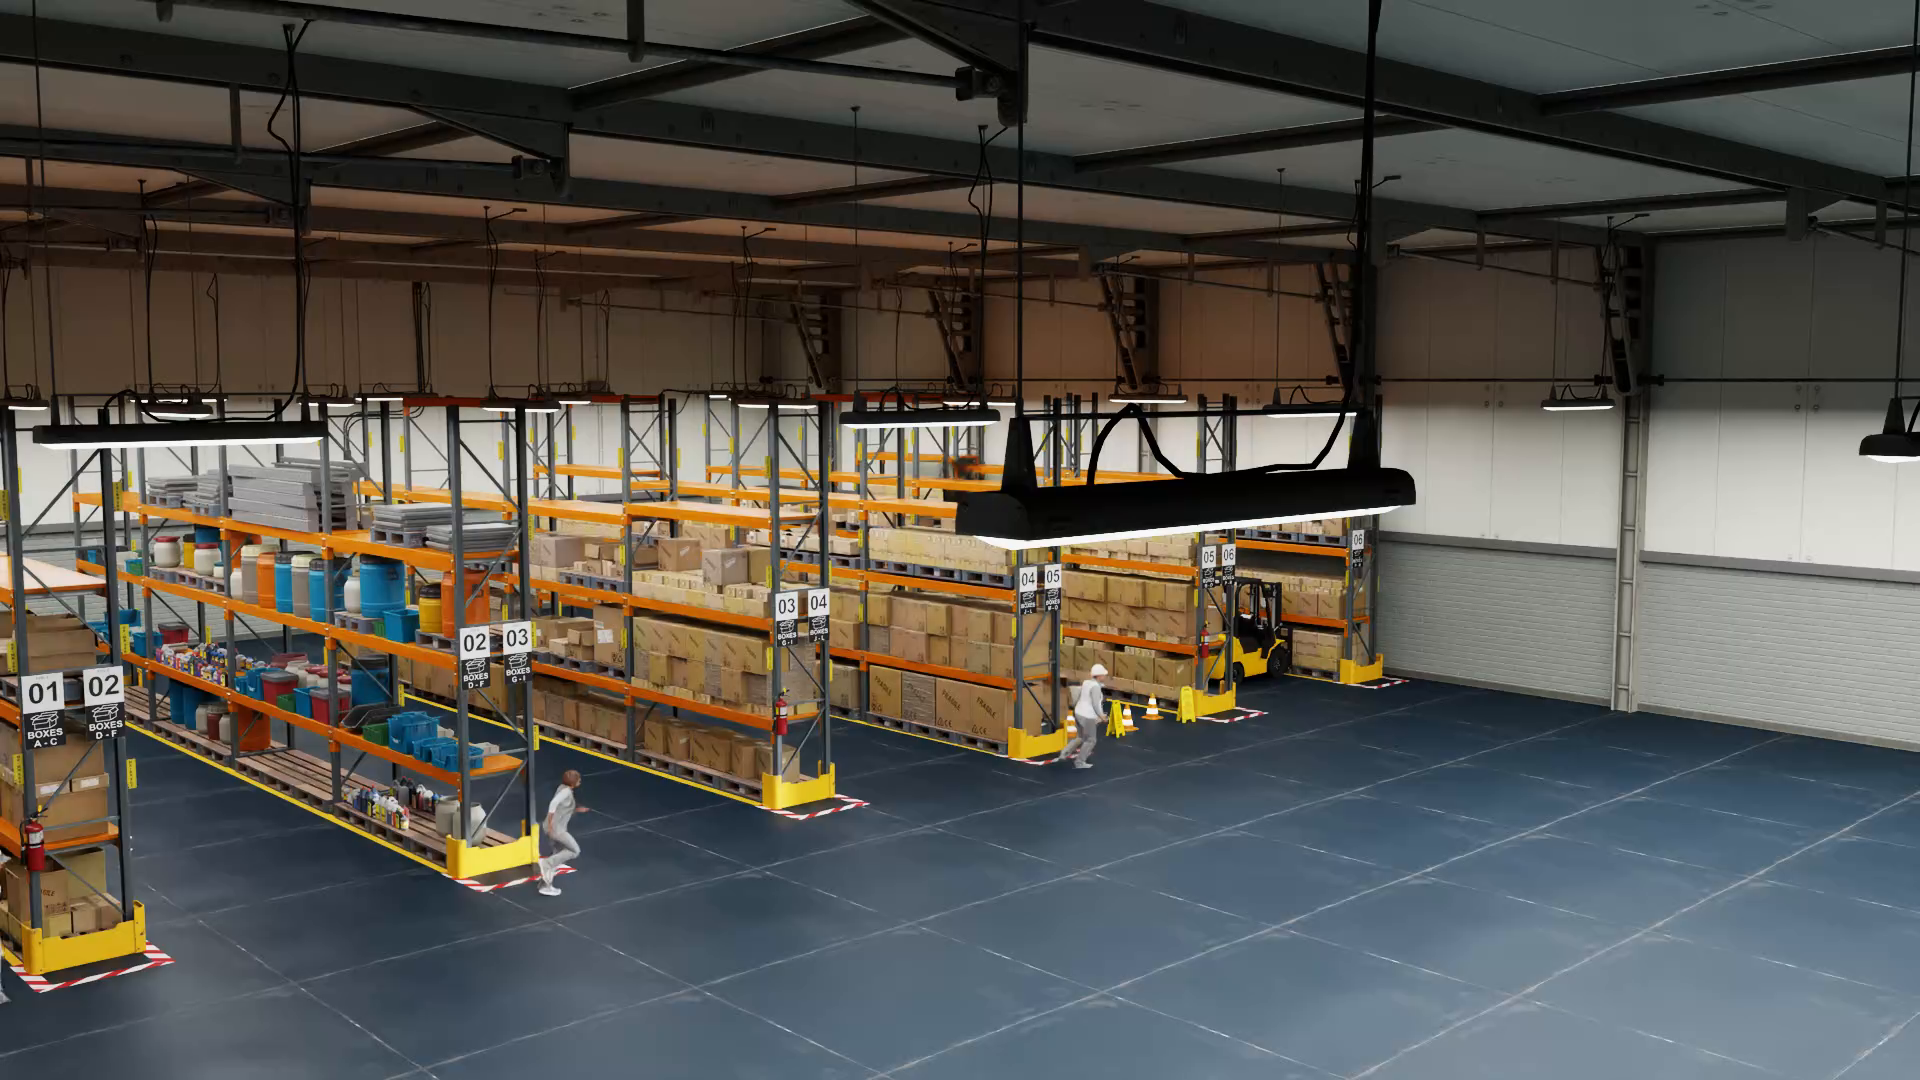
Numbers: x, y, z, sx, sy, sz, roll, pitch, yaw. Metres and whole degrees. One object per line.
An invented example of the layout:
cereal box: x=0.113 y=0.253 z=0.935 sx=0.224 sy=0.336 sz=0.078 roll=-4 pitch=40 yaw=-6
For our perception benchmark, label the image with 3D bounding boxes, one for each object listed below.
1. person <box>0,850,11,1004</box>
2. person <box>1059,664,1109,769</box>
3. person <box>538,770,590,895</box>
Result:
person: x=-10.135 y=3.927 z=16.932 sx=0.997 sy=1.625 sz=0.628 roll=0 pitch=6 yaw=-1
person: x=2.024 y=2.872 z=27.039 sx=0.771 sy=1.705 sz=0.630 roll=-2 pitch=6 yaw=-18
person: x=-4.888 y=3.600 z=20.506 sx=0.666 sy=1.526 sz=0.539 roll=-3 pitch=6 yaw=-25
